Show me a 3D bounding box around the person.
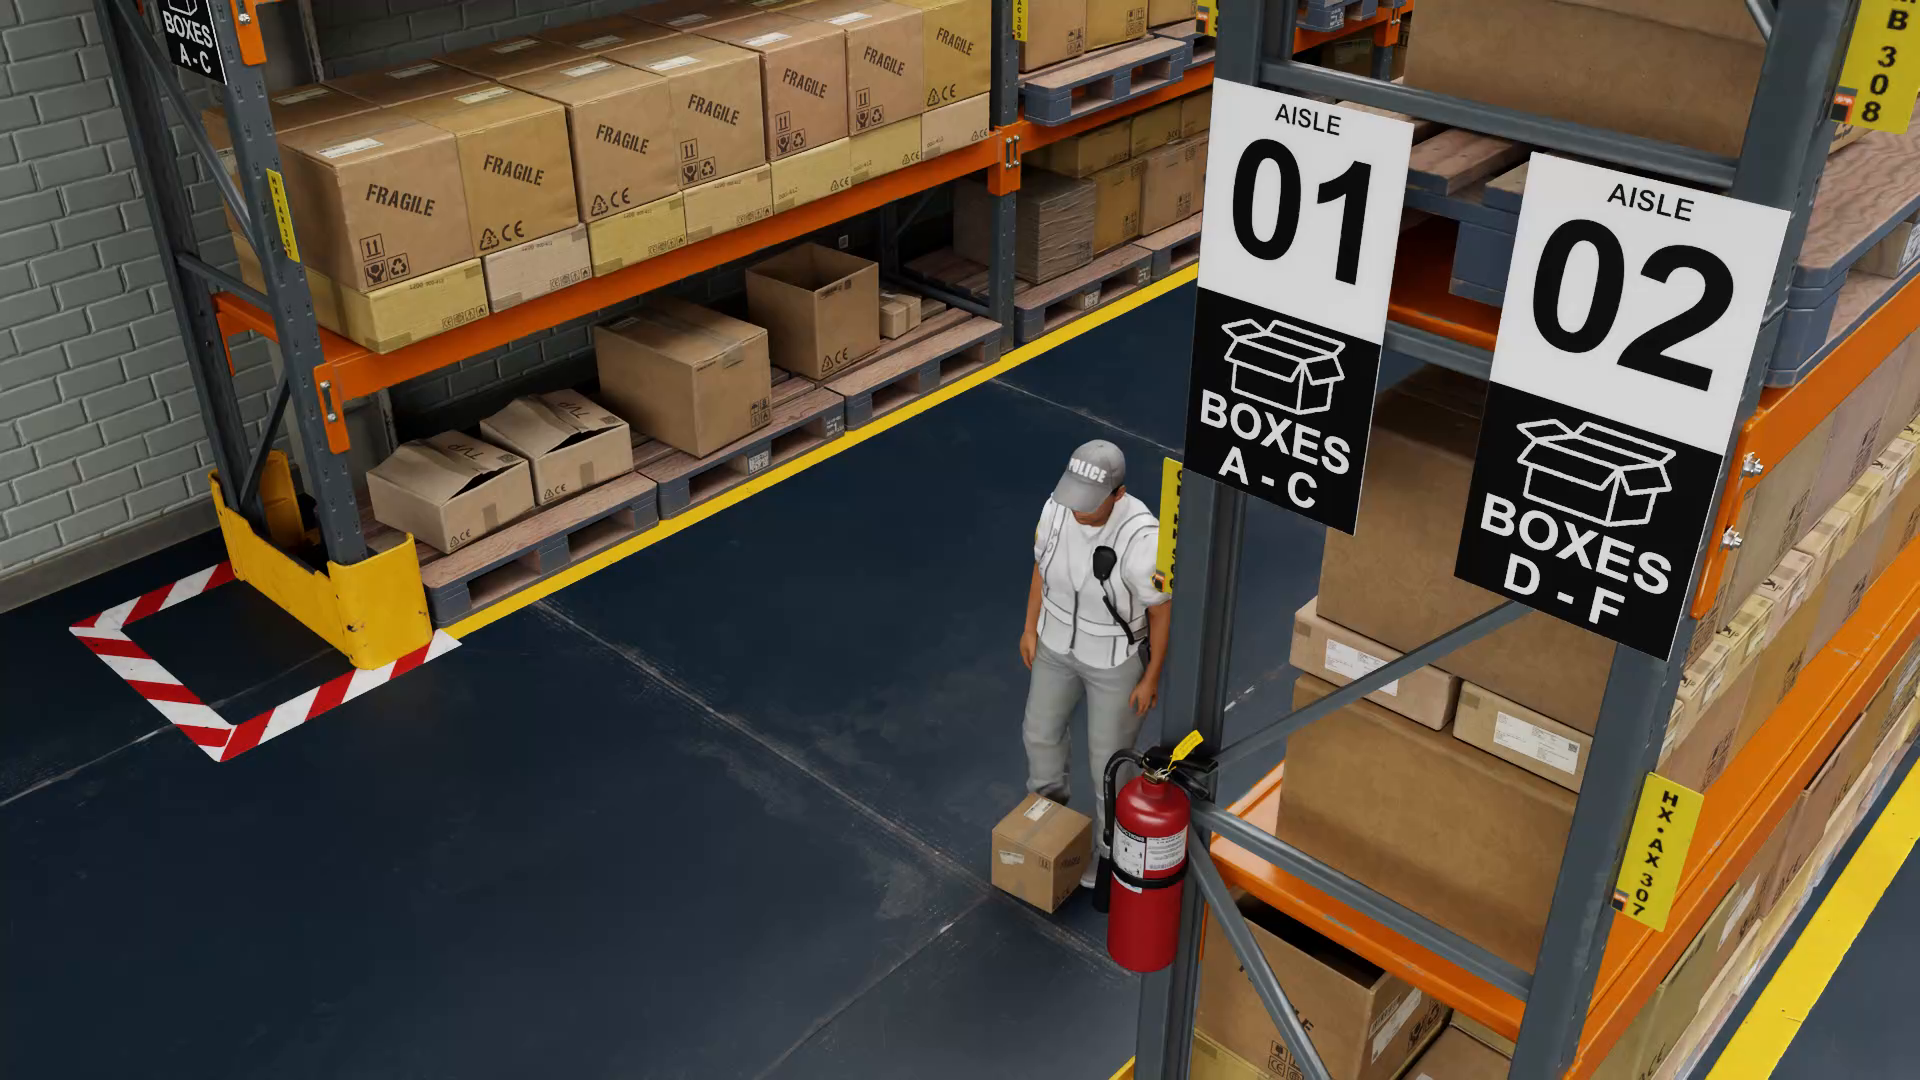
[{"bbox_3d":[0.417,0.383,5.504,0.563,1.665,0.471,22,38,31],"label":"person"}]
